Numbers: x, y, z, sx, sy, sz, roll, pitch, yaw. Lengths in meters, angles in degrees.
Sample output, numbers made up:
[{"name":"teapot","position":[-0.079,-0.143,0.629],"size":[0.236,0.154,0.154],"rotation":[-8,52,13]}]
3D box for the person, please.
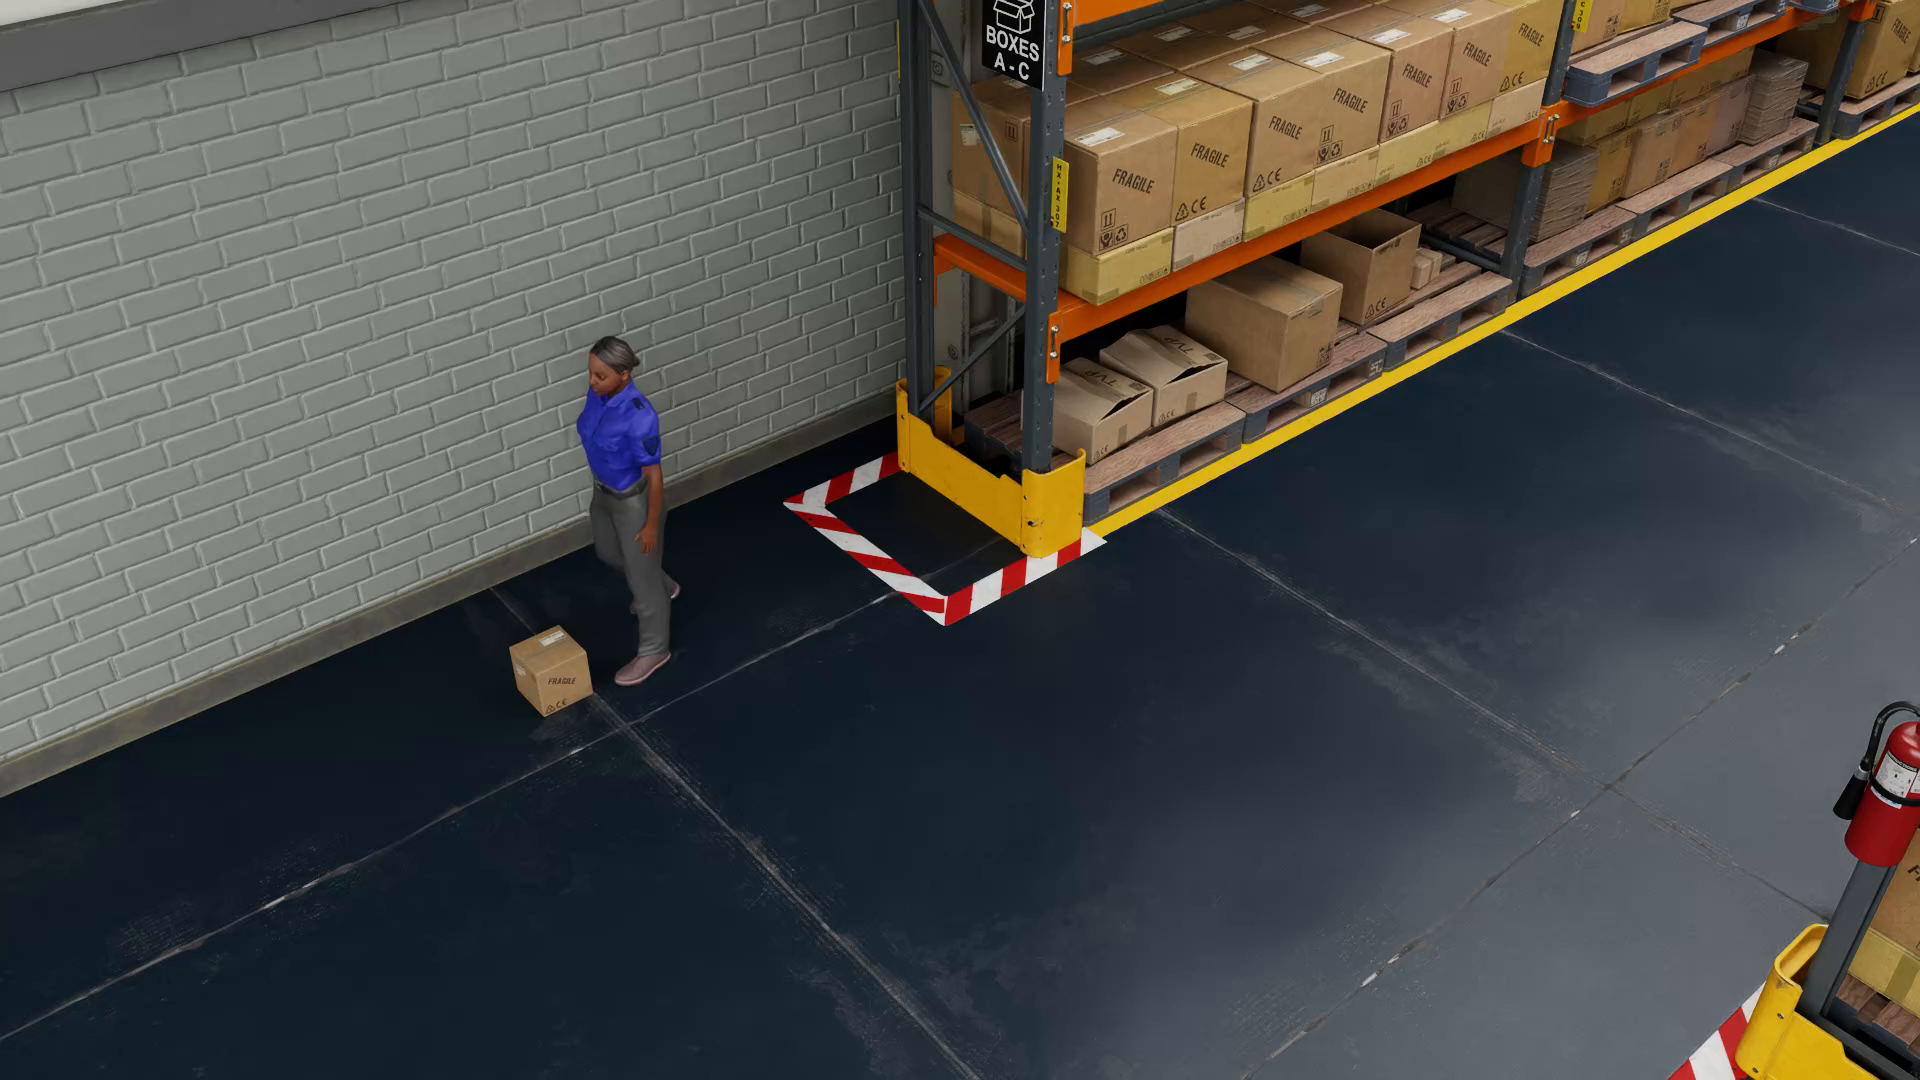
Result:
[{"name":"person","position":[-1.441,-0.138,7.293],"size":[0.314,1.647,0.443],"rotation":[-25,43,-31]}]
